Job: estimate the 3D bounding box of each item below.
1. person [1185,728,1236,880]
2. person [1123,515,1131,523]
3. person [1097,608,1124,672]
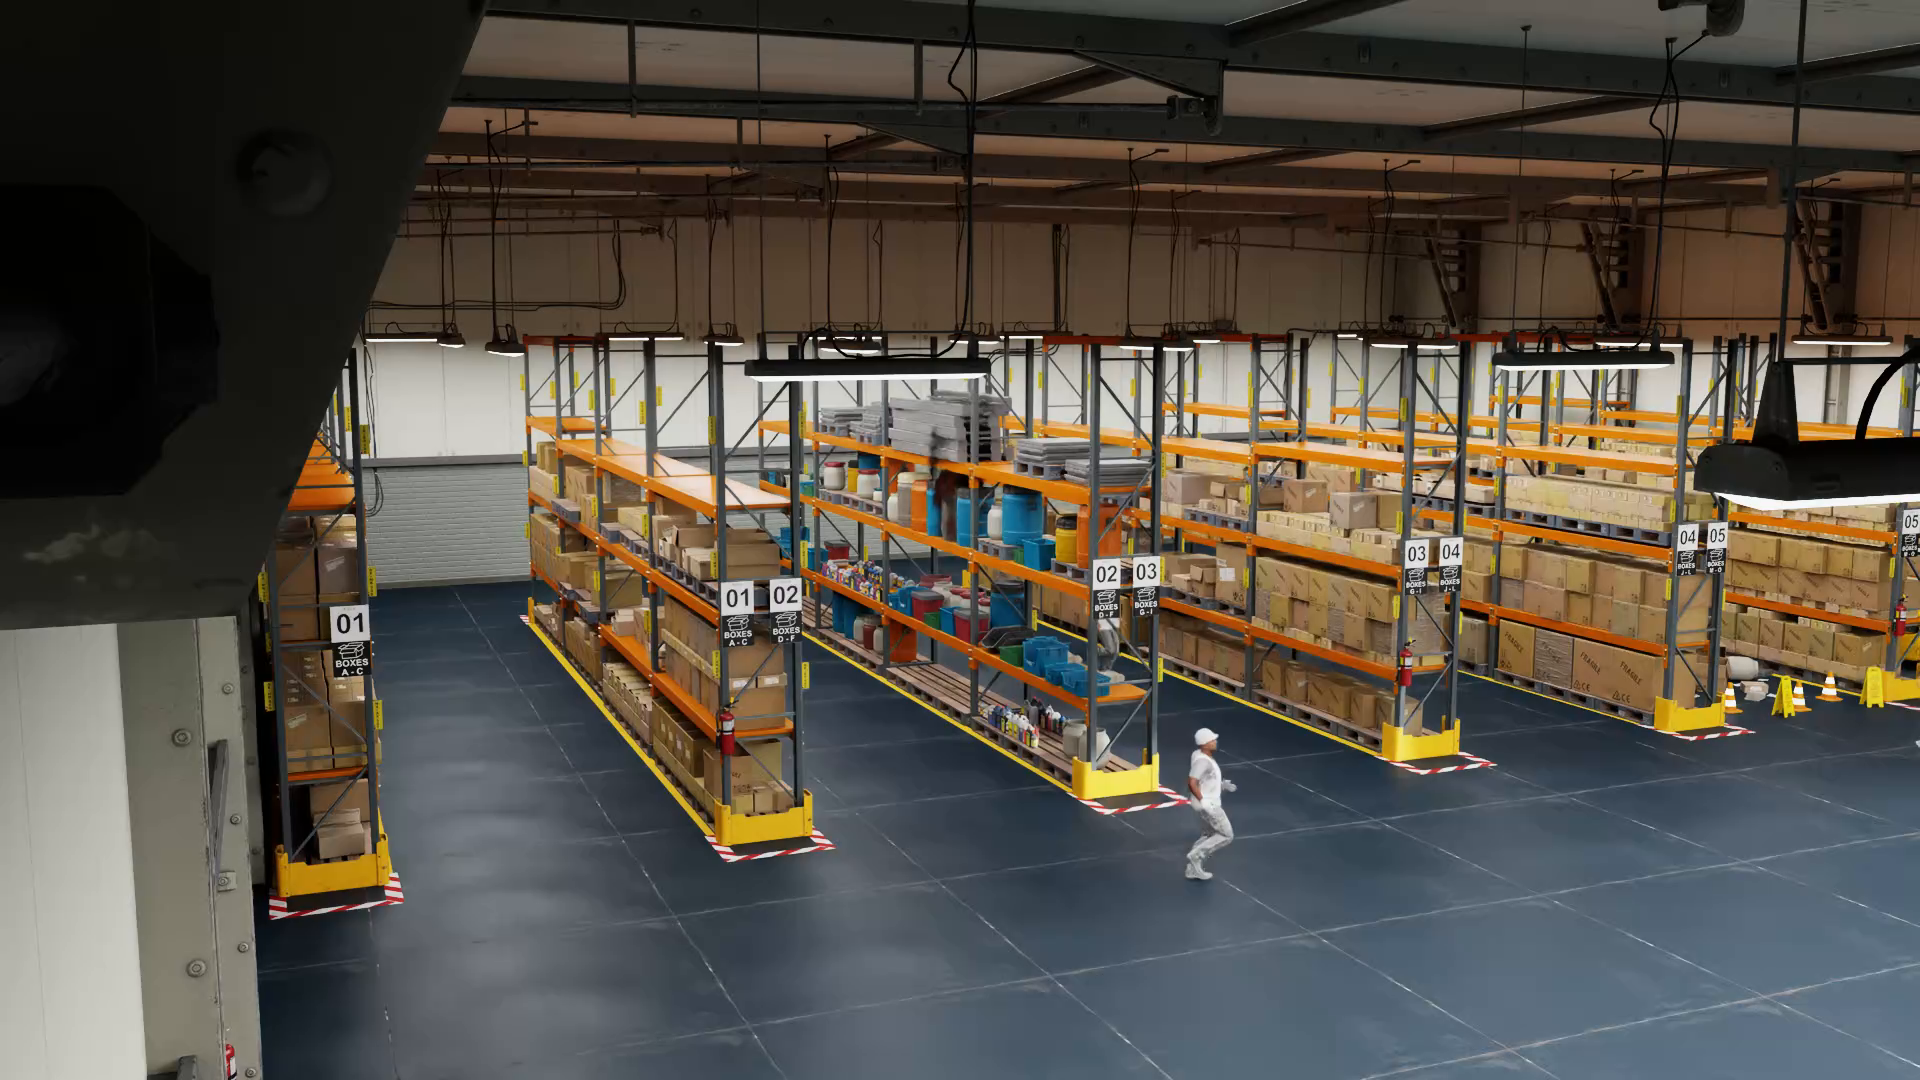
[{"bbox_3d":[2.834,2.981,18.752,0.589,1.739,0.679,0,8,1],"label":"person"},{"bbox_3d":[4.022,0.037,41.401,0.556,1.575,0.660,-2,8,-14],"label":"person"},{"bbox_3d":[2.481,1.470,27.994,0.662,1.729,0.581,-5,9,-35],"label":"person"}]
